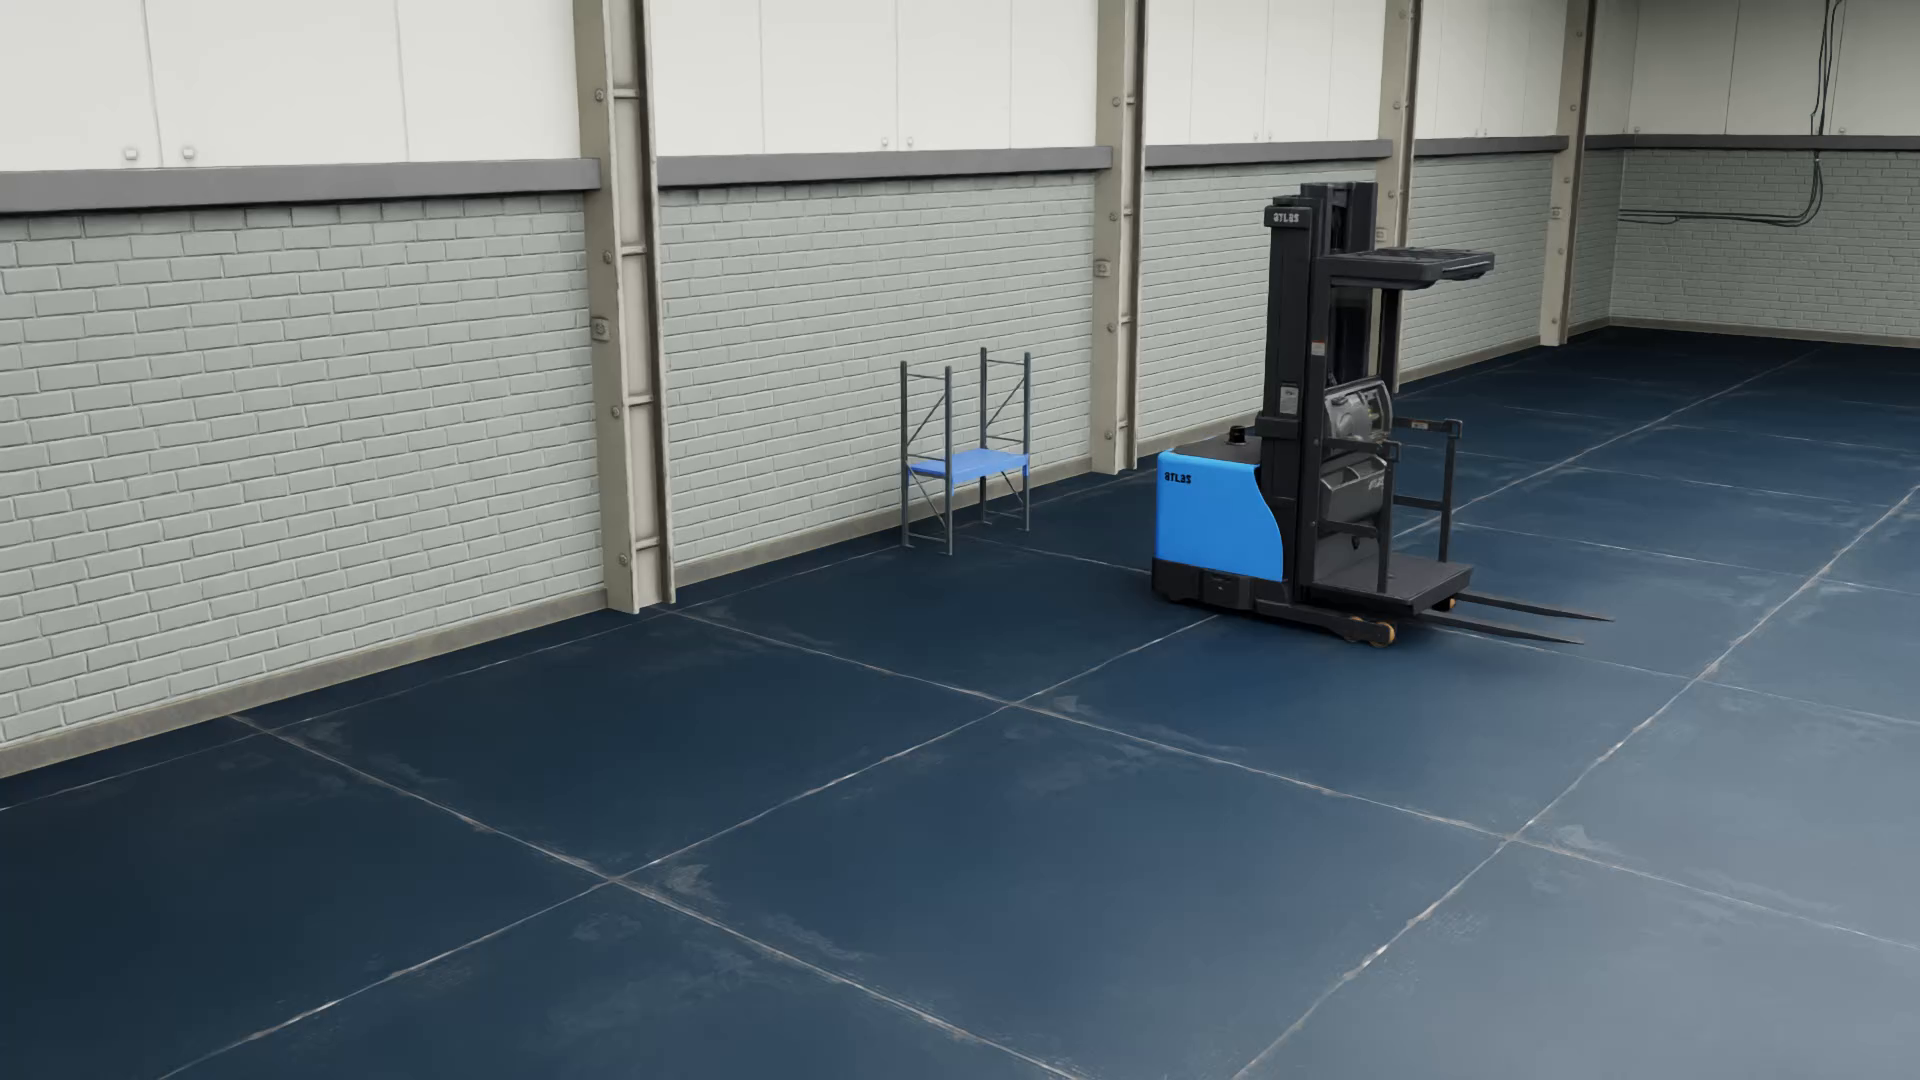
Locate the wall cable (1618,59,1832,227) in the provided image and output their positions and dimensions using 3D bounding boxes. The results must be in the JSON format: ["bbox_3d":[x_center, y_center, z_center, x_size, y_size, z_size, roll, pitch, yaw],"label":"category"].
[{"bbox_3d":[11.924,-6.206,26.083,3.097,2.526,0.112,11,18,38],"label":"wall cable"}]

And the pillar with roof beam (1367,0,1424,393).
[{"bbox_3d":[8.622,-5.536,17.139,9.100,9.000,0.400,11,18,38],"label":"pillar with roof beam"}]

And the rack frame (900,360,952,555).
[{"bbox_3d":[-0.266,-0.646,13.119,0.500,1.500,0.032,11,18,38],"label":"rack frame"}]

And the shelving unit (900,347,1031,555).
[{"bbox_3d":[0.054,-0.743,13.503,0.538,1.500,1.048,11,18,38],"label":"shelving unit"}]

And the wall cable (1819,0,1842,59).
[{"bbox_3d":[14.029,-8.235,23.813,3.097,2.526,0.112,11,18,38],"label":"wall cable"}]

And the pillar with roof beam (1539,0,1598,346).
[{"bbox_3d":[12.393,-6.685,21.662,9.100,9.000,0.400,11,18,38],"label":"pillar with roof beam"}]

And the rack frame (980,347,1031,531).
[{"bbox_3d":[0.373,-0.841,13.886,0.500,1.500,0.032,11,18,38],"label":"rack frame"}]

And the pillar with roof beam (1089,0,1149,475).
[{"bbox_3d":[4.851,-4.387,12.616,9.100,9.000,0.400,11,18,38],"label":"pillar with roof beam"}]

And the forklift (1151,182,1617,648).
[{"bbox_3d":[2.844,-0.865,11.074,3.031,2.935,1.130,11,18,37],"label":"forklift"}]

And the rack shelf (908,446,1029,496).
[{"bbox_3d":[0.054,-0.569,13.547,0.538,0.185,1.000,11,18,38],"label":"rack shelf"}]

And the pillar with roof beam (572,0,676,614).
[{"bbox_3d":[1.080,-3.238,8.093,9.100,9.000,0.400,11,18,38],"label":"pillar with roof beam"}]
